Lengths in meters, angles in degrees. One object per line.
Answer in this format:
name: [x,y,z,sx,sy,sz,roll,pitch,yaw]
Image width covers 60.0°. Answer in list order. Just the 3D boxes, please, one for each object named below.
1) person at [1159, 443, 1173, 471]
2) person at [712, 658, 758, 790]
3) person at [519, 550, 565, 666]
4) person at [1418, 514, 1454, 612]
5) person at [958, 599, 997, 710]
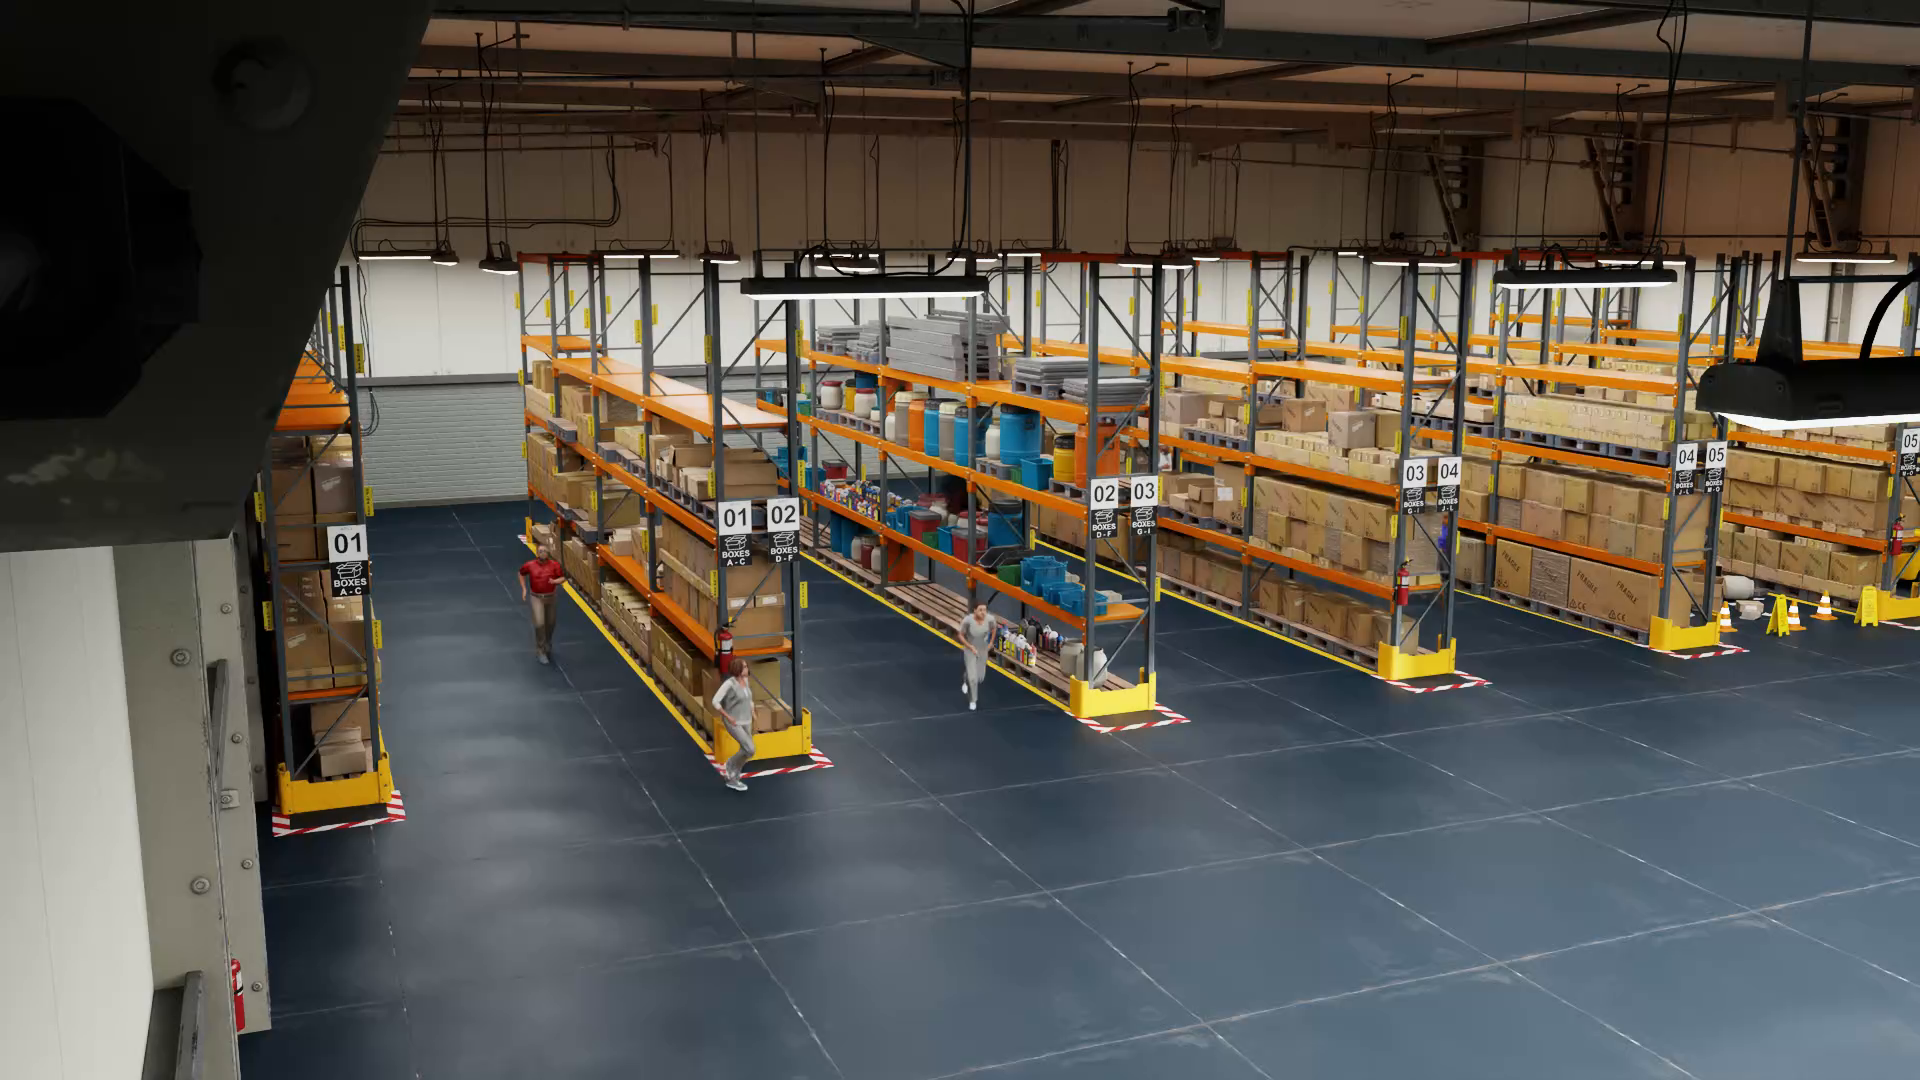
person: [4.593,-1.400,37.779,0.664,1.820,0.906,-4,11,-23]
person: [-2.513,2.127,19.114,0.465,1.564,0.563,6,12,29]
person: [-6.273,0.975,25.109,0.616,1.705,0.848,-5,12,-26]
person: [8.223,0.336,28.642,0.590,1.668,0.920,-4,11,-21]
person: [0.218,1.515,22.532,0.557,1.575,0.808,-3,11,-15]
